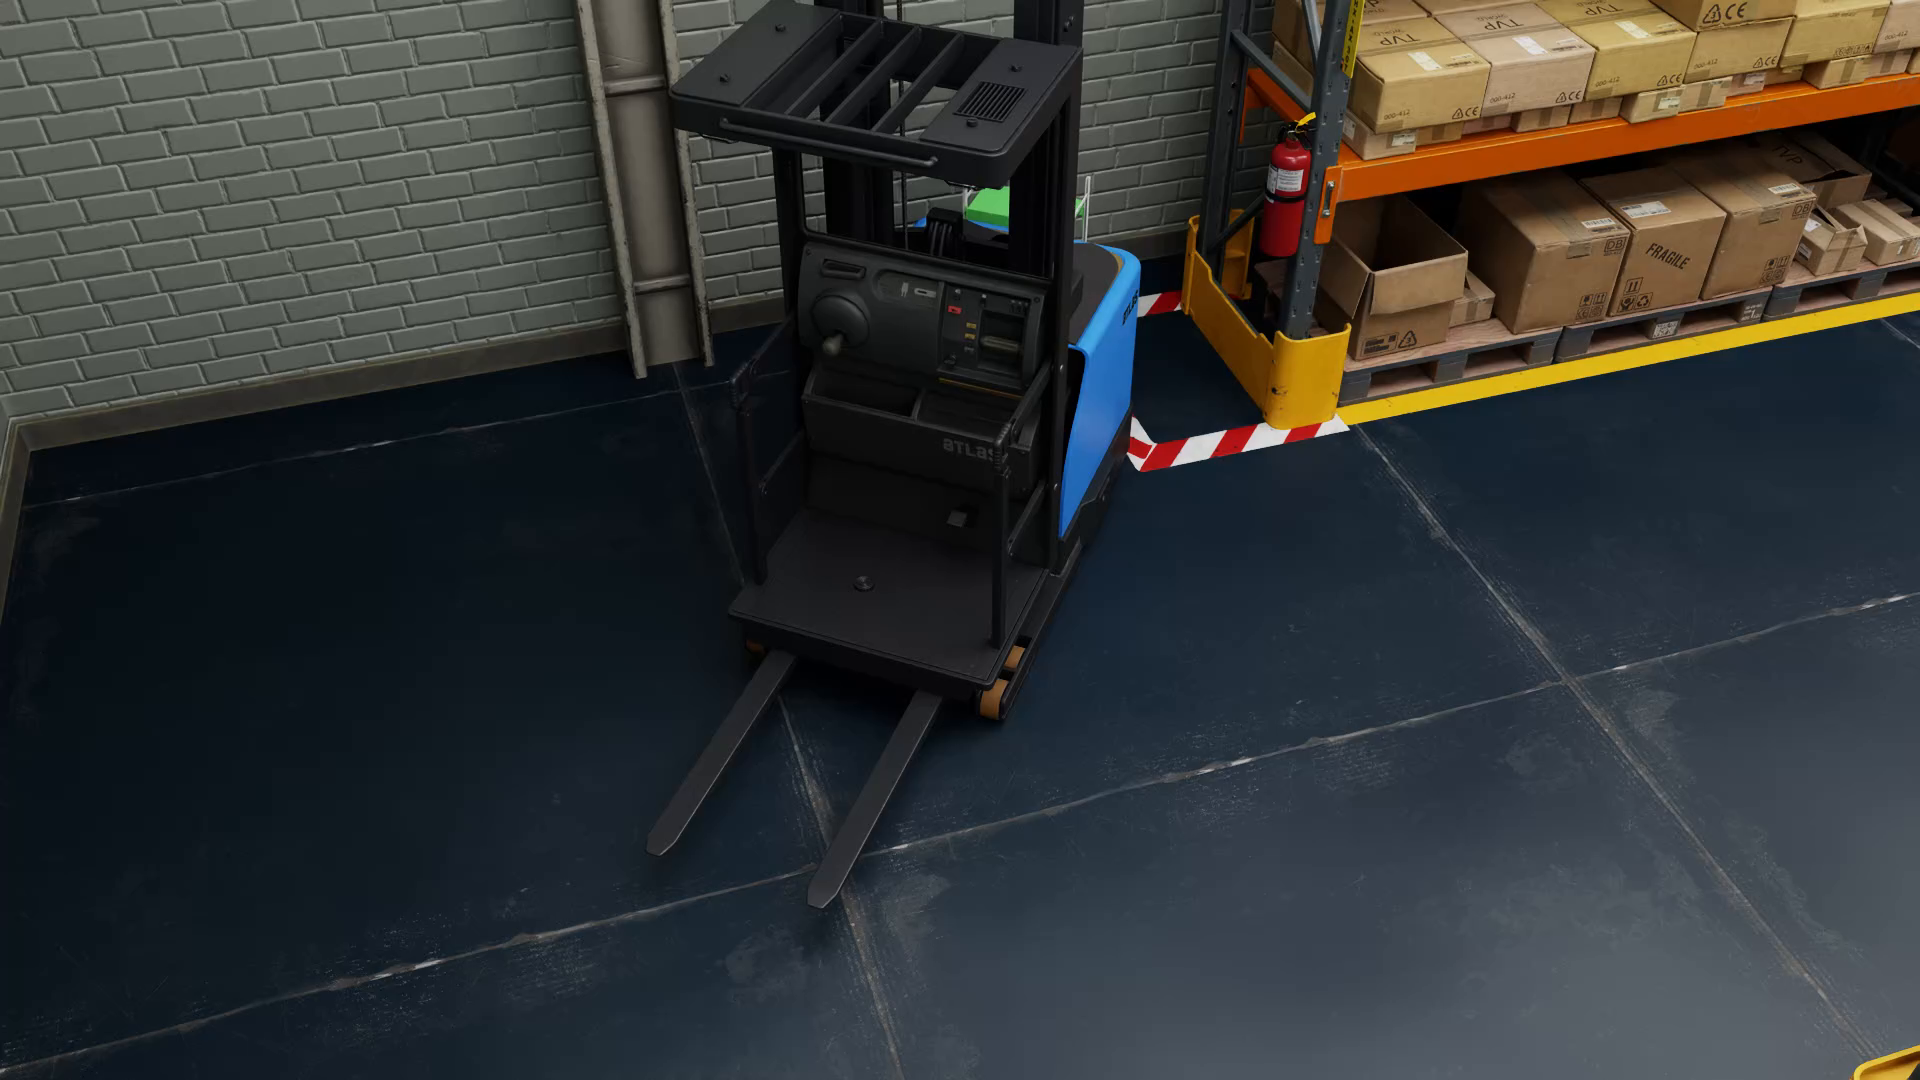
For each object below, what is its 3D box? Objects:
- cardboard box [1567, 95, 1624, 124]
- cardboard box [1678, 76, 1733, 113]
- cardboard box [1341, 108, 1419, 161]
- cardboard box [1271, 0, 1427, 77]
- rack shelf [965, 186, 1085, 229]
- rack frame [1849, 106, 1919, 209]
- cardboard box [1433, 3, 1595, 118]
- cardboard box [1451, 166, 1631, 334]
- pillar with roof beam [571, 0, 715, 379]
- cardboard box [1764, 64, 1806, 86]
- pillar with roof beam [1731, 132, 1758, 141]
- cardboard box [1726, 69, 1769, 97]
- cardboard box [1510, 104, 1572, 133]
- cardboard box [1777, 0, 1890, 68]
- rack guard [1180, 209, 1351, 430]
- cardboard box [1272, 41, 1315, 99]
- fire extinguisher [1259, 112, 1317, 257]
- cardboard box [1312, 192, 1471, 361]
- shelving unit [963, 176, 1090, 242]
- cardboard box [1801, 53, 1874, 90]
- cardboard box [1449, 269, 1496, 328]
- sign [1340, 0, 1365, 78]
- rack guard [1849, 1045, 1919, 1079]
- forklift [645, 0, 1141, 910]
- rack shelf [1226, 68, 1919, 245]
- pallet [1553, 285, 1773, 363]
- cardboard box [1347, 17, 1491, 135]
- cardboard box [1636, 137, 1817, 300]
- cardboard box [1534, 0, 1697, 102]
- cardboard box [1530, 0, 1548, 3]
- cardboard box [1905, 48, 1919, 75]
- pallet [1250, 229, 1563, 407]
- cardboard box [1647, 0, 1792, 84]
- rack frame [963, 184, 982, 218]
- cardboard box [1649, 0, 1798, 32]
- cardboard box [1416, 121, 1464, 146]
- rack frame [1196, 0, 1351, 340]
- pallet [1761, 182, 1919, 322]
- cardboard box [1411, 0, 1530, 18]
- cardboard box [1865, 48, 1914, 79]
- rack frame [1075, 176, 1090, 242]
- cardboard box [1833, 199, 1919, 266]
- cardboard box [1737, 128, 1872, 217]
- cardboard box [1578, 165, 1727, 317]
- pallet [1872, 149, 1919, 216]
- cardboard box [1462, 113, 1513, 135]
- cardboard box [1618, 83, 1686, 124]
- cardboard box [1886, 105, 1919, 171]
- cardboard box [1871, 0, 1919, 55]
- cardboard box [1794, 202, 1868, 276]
[{"bbox_3d":[2.771,-2.041,7.498,0.250,0.149,0.380,-11,42,-12],"label":"cardboard box"},{"bbox_3d":[3.279,-2.109,7.575,0.250,0.149,0.380,-11,42,-12],"label":"cardboard box"},{"bbox_3d":[1.791,-1.821,7.245,0.250,0.149,0.380,-12,43,-13],"label":"cardboard box"},{"bbox_3d":[1.754,-2.336,7.531,0.500,0.250,0.500,-11,42,-12],"label":"cardboard box"},{"bbox_3d":[0.290,-1.425,7.337,0.480,0.148,0.258,14,43,15],"label":"rack shelf"},{"bbox_3d":[5.210,-2.813,8.190,0.127,3.000,1.000,-12,42,-13],"label":"rack frame"},{"bbox_3d":[2.389,-2.099,7.260,0.500,0.250,0.500,-11,42,-13],"label":"cardboard box"},{"bbox_3d":[2.834,-1.445,8.205,0.500,0.500,0.700,-10,42,-11],"label":"cardboard box"},{"bbox_3d":[-0.155,-1.613,2.257,0.400,9.000,9.100,-12,42,-13],"label":"pillar with roof beam"},{"bbox_3d":[3.726,-2.282,7.773,0.250,0.149,0.380,-11,42,-12],"label":"cardboard box"},{"bbox_3d":[5.568,-2.799,3.614,0.400,9.000,9.100,-12,42,-13],"label":"pillar with roof beam"},{"bbox_3d":[3.505,-2.203,7.683,0.250,0.149,0.380,-12,43,-13],"label":"cardboard box"},{"bbox_3d":[2.519,-1.985,7.434,0.250,0.149,0.380,-10,42,-12],"label":"cardboard box"},{"bbox_3d":[3.844,-2.416,7.624,0.500,0.250,0.500,-12,43,-13],"label":"cardboard box"},{"bbox_3d":[1.467,-1.096,8.125,0.348,0.500,1.175,-12,42,-13],"label":"rack guard"},{"bbox_3d":[1.630,-2.162,7.636,0.250,0.149,0.380,-12,43,-14],"label":"cardboard box"},{"bbox_3d":[1.393,-1.534,7.068,0.183,0.674,0.296,-12,42,-13],"label":"fire extinguisher"},{"bbox_3d":[2.007,-1.302,8.039,0.637,0.503,0.797,-13,43,-15],"label":"cardboard box"},{"bbox_3d":[0.290,-1.112,7.611,0.503,1.200,0.258,14,43,15],"label":"shelving unit"},{"bbox_3d":[4.006,-2.262,7.751,0.250,0.149,0.380,-12,43,-14],"label":"cardboard box"},{"bbox_3d":[2.424,-1.228,8.223,0.250,0.149,0.380,-13,43,-15],"label":"cardboard box"},{"bbox_3d":[1.558,-2.008,6.611,0.005,0.325,0.100,-12,42,-13],"label":"sign"},{"bbox_3d":[2.866,2.038,4.538,0.348,0.500,1.175,-12,42,-13],"label":"rack guard"},{"bbox_3d":[-0.224,-0.720,5.847,1.130,2.935,3.031,14,43,16],"label":"forklift"},{"bbox_3d":[3.302,-2.147,7.974,4.000,0.370,1.077,-12,42,-13],"label":"rack shelf"},{"bbox_3d":[3.389,-1.384,8.674,1.213,0.211,1.003,-12,42,-13],"label":"pallet"},{"bbox_3d":[1.908,-1.999,7.146,0.500,0.250,0.500,-11,42,-13],"label":"cardboard box"},{"bbox_3d":[3.824,-1.651,8.440,0.500,0.500,0.700,-13,43,-15],"label":"cardboard box"},{"bbox_3d":[2.872,-2.201,7.377,0.500,0.250,0.500,-12,43,-14],"label":"cardboard box"},{"bbox_3d":[2.720,-2.532,7.756,0.500,0.250,0.500,-10,42,-12],"label":"cardboard box"},{"bbox_3d":[4.499,-2.365,7.869,0.250,0.149,0.380,-11,42,-12],"label":"cardboard box"},{"bbox_3d":[2.227,-1.146,8.401,1.213,0.211,1.003,-12,42,-13],"label":"pallet"},{"bbox_3d":[3.353,-2.315,7.508,0.500,0.250,0.500,-13,43,-14],"label":"cardboard box"},{"bbox_3d":[0.062,-1.168,7.675,0.015,1.200,0.240,14,43,15],"label":"rack frame"},{"bbox_3d":[3.339,-2.578,7.239,0.500,0.500,0.500,-11,42,-12],"label":"cardboard box"},{"bbox_3d":[2.019,-1.900,7.336,0.250,0.149,0.380,-11,42,-12],"label":"cardboard box"},{"bbox_3d":[1.395,-2.023,7.285,0.127,3.000,1.000,-12,42,-13],"label":"rack frame"},{"bbox_3d":[4.555,-1.628,8.953,1.213,0.211,1.003,-12,42,-13],"label":"pallet"},{"bbox_3d":[2.246,-2.437,7.647,0.500,0.250,0.500,-12,42,-13],"label":"cardboard box"},{"bbox_3d":[4.241,-2.331,7.829,0.250,0.149,0.380,-11,42,-12],"label":"cardboard box"},{"bbox_3d":[0.519,-1.056,7.546,0.015,1.200,0.240,14,43,15],"label":"rack frame"},{"bbox_3d":[4.767,-1.603,8.653,0.250,0.149,0.380,-13,43,-14],"label":"cardboard box"},{"bbox_3d":[4.509,-1.976,8.957,0.500,0.311,0.500,-10,42,-12],"label":"cardboard box"},{"bbox_3d":[3.368,-1.487,8.253,0.500,0.500,0.500,-11,42,-12],"label":"cardboard box"},{"bbox_3d":[5.974,-1.947,9.319,1.213,0.211,1.003,-12,42,-13],"label":"pallet"},{"bbox_3d":[2.260,-1.974,7.420,0.250,0.149,0.380,-12,43,-14],"label":"cardboard box"},{"bbox_3d":[3.034,-2.044,7.501,0.250,0.149,0.380,-13,43,-14],"label":"cardboard box"},{"bbox_3d":[5.589,-2.313,9.198,0.500,0.500,0.500,-12,43,-13],"label":"cardboard box"},{"bbox_3d":[4.324,-2.507,7.727,0.500,0.250,0.500,-12,42,-13],"label":"cardboard box"},{"bbox_3d":[4.426,-1.577,8.534,0.258,0.266,0.396,-10,42,-12],"label":"cardboard box"}]
